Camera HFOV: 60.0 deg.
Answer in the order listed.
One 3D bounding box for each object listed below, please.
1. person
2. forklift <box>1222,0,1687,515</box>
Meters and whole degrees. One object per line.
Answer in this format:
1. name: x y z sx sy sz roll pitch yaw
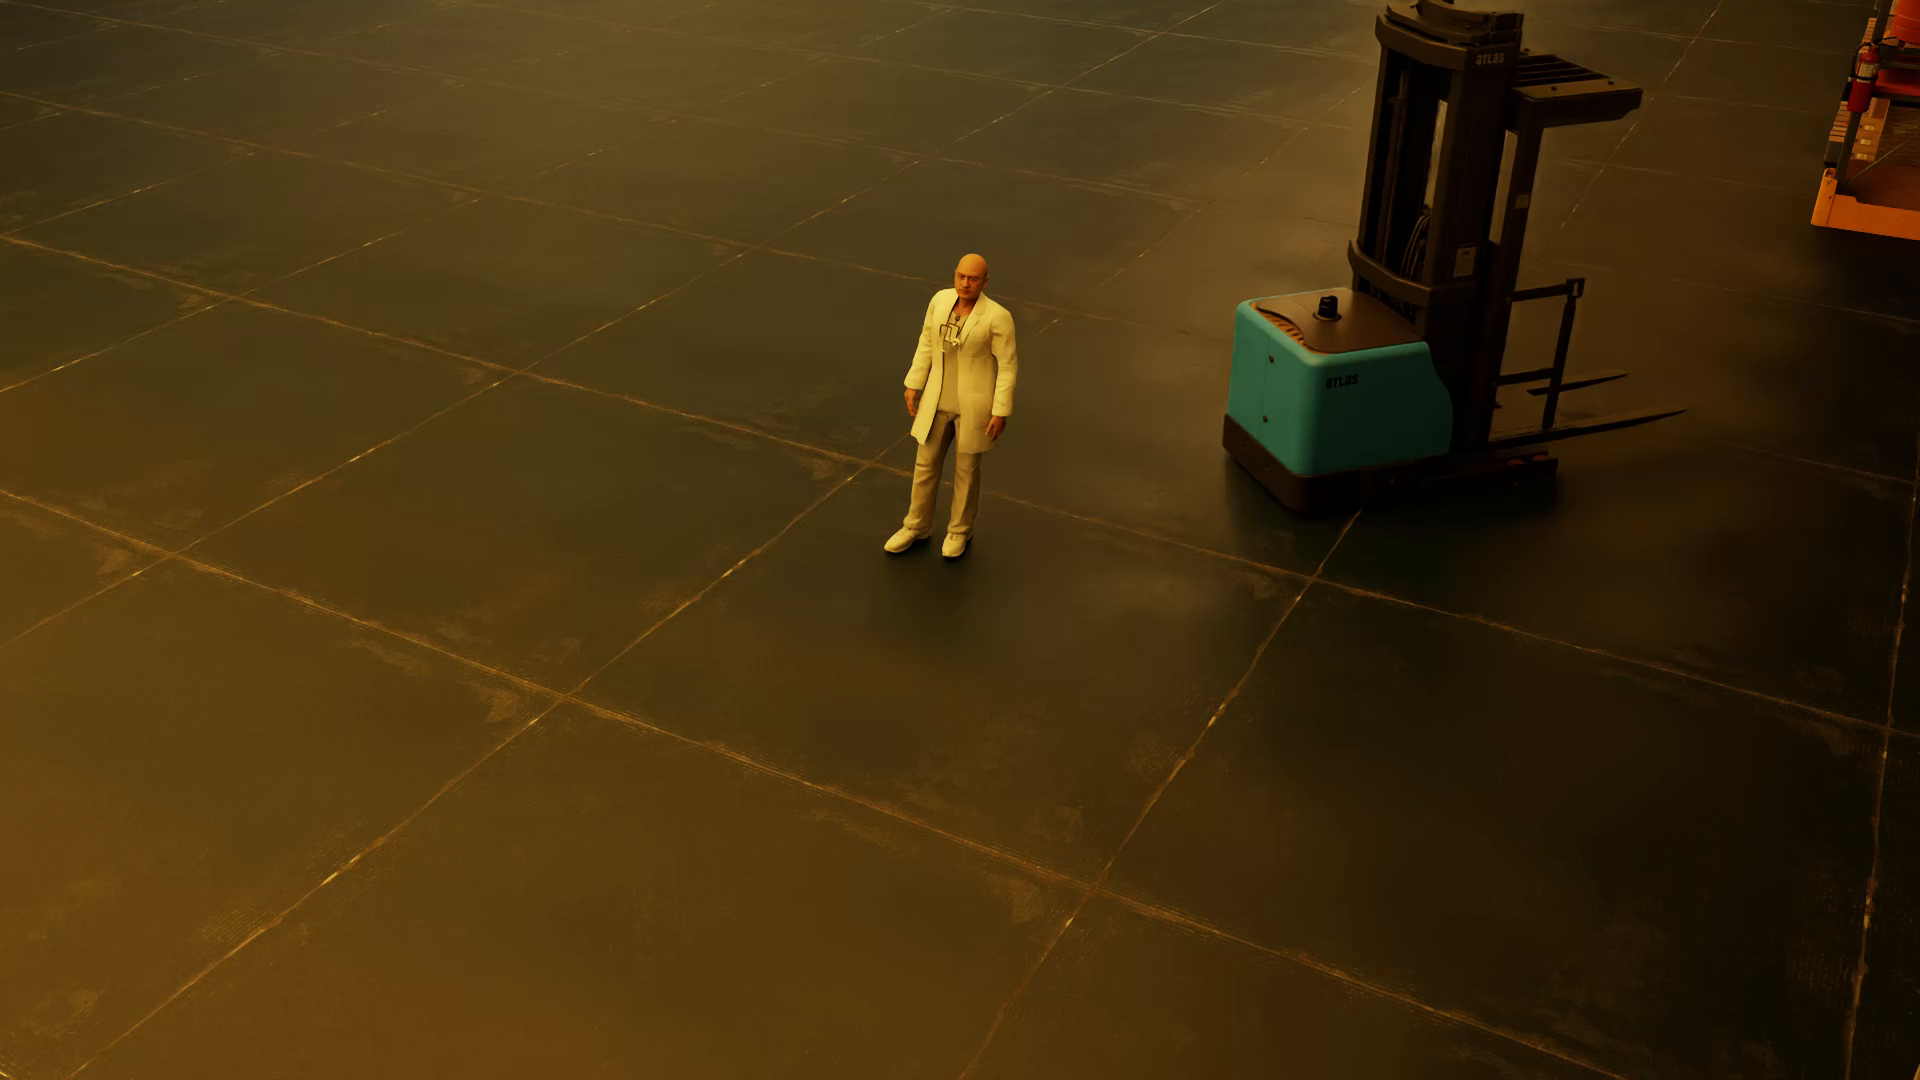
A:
1. person: -0.048 -0.737 9.487 0.696 1.777 0.578 15 33 25
2. forklift: 3.299 -1.858 10.290 3.031 2.935 1.130 -10 31 -16
